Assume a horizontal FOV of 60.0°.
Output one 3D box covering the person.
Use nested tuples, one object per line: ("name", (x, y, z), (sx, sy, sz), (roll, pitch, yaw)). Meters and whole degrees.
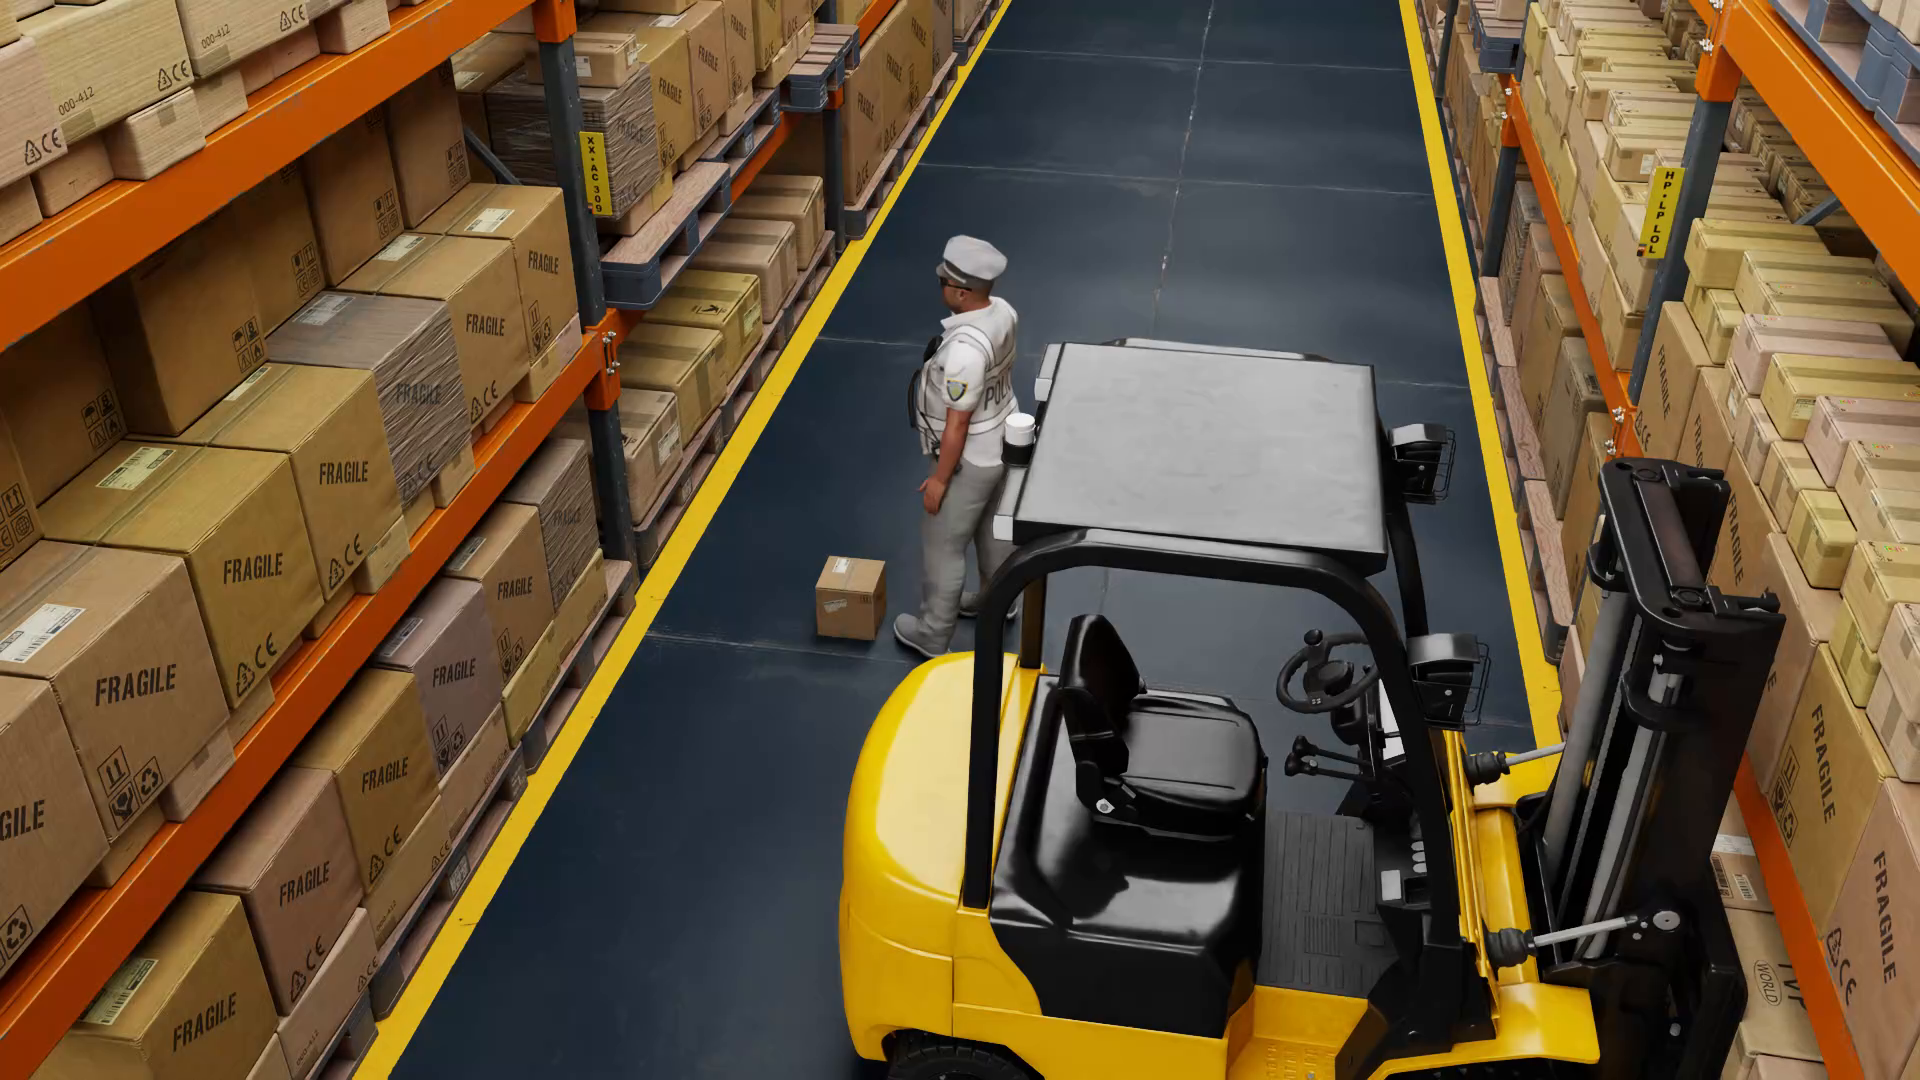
("person", (-0.003, -0.371, 6.675), (0.492, 1.777, 0.578), (13, 34, 19))
